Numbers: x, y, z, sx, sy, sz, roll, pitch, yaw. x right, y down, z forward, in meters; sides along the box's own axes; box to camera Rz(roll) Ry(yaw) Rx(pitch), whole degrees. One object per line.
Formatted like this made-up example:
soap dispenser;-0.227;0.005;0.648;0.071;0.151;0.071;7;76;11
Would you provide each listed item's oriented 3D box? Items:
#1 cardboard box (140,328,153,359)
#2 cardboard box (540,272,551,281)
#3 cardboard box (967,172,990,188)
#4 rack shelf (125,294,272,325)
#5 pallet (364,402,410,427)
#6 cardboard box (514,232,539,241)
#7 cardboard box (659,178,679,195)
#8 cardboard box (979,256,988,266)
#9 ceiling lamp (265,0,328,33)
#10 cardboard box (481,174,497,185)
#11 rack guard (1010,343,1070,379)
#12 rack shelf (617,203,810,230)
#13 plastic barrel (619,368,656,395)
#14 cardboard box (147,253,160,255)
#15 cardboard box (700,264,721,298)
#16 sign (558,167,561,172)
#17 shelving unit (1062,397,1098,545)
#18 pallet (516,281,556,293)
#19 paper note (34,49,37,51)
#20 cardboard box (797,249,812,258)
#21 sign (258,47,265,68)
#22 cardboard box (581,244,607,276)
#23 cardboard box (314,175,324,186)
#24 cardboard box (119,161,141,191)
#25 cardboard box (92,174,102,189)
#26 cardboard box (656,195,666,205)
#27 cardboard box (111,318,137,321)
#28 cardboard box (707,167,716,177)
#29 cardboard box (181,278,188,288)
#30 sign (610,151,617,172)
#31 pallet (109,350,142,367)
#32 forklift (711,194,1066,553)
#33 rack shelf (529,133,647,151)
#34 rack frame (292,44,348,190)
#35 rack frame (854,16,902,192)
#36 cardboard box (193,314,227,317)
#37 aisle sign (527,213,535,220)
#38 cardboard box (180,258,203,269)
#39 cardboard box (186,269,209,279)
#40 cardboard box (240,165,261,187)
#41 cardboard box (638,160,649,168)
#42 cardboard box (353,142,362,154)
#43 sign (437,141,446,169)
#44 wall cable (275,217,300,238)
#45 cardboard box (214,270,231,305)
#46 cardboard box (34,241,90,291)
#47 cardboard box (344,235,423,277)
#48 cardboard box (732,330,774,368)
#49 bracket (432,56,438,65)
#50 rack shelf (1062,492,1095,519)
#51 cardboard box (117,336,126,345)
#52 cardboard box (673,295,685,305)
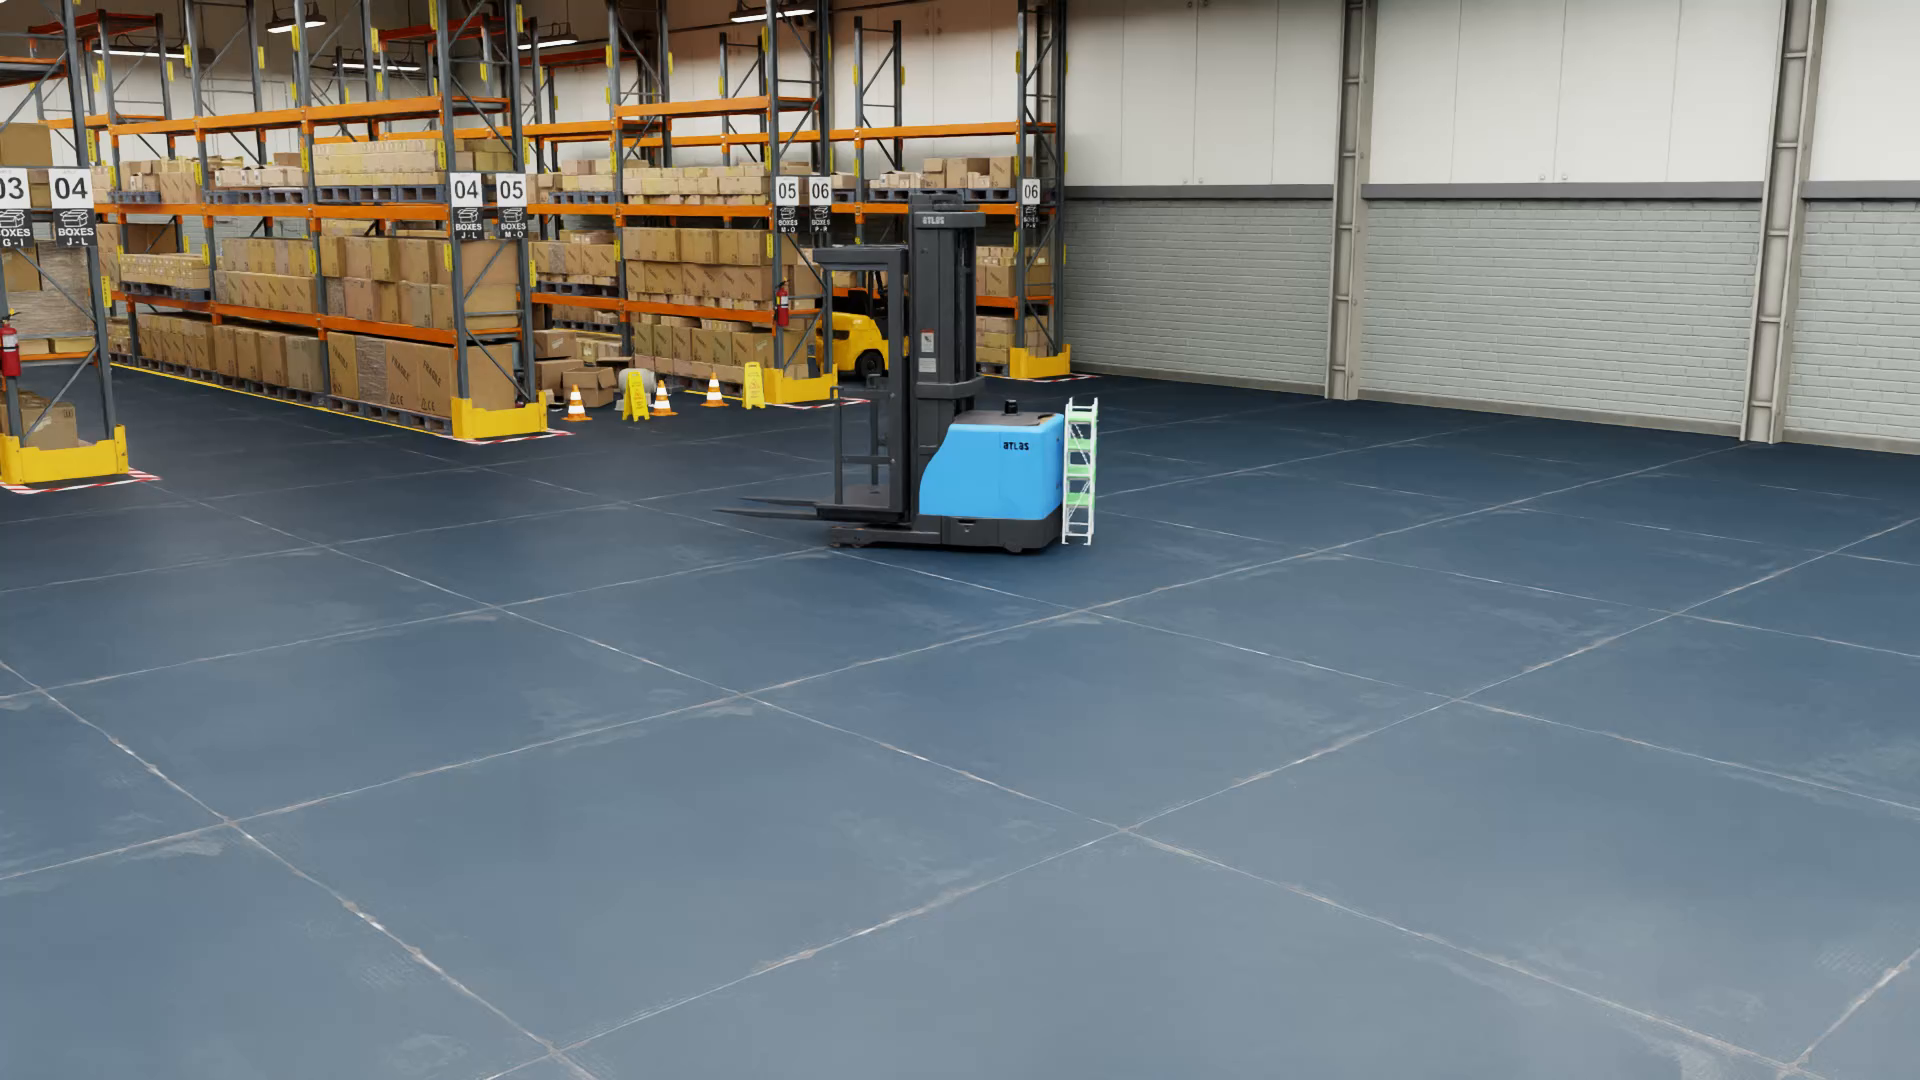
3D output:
cardboard box;-13.752;-3.395;28.611;0.500;0.500;0.500;-10;15;-40
cardboard box;-6.983;-4.529;28.542;0.380;0.149;0.250;-10;15;-39
cardboard box;0.348;-5.978;27.603;0.396;0.266;0.258;-11;16;-42
rack shelf;-12.689;-3.914;27.760;1.077;0.370;4.000;-11;16;-43
pallet;-7.230;-1.725;22.262;1.003;0.211;1.213;-11;16;-43
cardboard box;-7.961;-5.324;30.094;0.500;0.500;0.500;11;16;43
cardboard box;-4.230;-5.386;25.320;0.500;0.250;0.500;-11;16;-42
cardboard box;0.540;-4.662;27.750;0.380;0.149;0.250;-11;16;-42
ceiling lamp;-11.563;-10.634;29.261;0.800;3.185;2.000;-11;16;-43
cardboard box;-5.788;-4.503;20.734;0.380;0.149;0.250;-11;16;-42
rack guard;1.331;-2.976;27.618;1.175;0.500;0.348;-11;16;-43
rack shelf;-3.654;-4.920;25.210;1.077;0.370;4.000;-11;16;-43
plastic barrel;-4.794;-2.340;24.722;0.512;0.421;0.421;-1;12;-4
cardboard box;-14.230;-4.861;29.585;0.500;0.500;0.500;-11;16;-44
cardboard box;-3.532;-3.894;24.896;0.500;0.500;0.500;-11;16;-43
sign;-9.319;-8.516;38.686;0.100;0.325;0.005;-11;16;-43
shelving unit;1.035;-0.599;14.339;0.258;1.200;0.503;2;12;7
pallet;-7.228;-4.496;29.277;1.213;0.211;1.003;-11;16;-43
paper note;-17.006;-9.015;30.584;0.001;0.032;0.123;-11;16;-43
cardboard box;-2.987;-5.384;31.254;0.250;0.149;0.380;11;16;44
sign;-10.909;-7.526;25.933;0.100;0.325;0.005;-11;16;-43
cardboard box;-5.863;-4.604;27.297;0.500;0.500;0.500;-11;16;-42
cardboard box;-8.540;-4.891;22.620;0.380;0.149;0.250;-11;16;-43
cardboard box;-13.888;-6.212;28.406;0.700;0.500;0.500;-11;16;-42
cardboard box;-14.924;-6.309;29.298;0.500;0.250;0.500;11;16;43
cardboard box;-4.462;-5.253;25.664;0.380;0.149;0.250;-10;15;-41
cardboard box;-15.881;-4.136;31.605;0.380;0.149;0.250;-11;16;-44
cardboard box;-3.523;-5.457;24.678;0.250;0.149;0.380;11;16;44
cardboard box;-12.151;-4.102;26.469;0.380;0.149;0.250;-11;16;-43
sign;-5.434;-5.933;26.084;0.100;0.325;0.005;-11;16;-43
pallet;-14.559;-3.286;29.837;1.003;0.211;1.213;-11;16;-43
forklift;-0.644;-1.471;14.287;3.031;2.935;1.130;3;12;15
rack shelf;-8.353;-8.832;36.768;1.077;0.370;4.000;-11;16;-43
rack frame;-13.322;-8.785;34.752;1.000;3.000;0.127;-11;16;-43
rack frame;-1.448;-7.726;29.611;1.000;3.000;0.127;-11;16;-43
cardboard box;-12.652;-3.682;28.144;0.500;0.250;0.500;11;16;43
aisle sign;-9.994;-7.781;38.305;0.394;0.787;0.004;-11;16;-43
cardboard box;-12.150;-4.393;26.410;0.380;0.149;0.250;-11;16;-43
cardboard box;-11.978;-4.212;26.266;0.380;0.149;0.250;-10;16;-41
cardboard box;-10.266;-5.371;24.544;0.500;0.311;0.500;-11;16;-44
cardboard box;-5.500;-6.154;27.508;0.500;0.250;0.500;-11;16;-44
cardboard box;-7.660;-5.096;21.638;0.380;0.149;0.250;-11;16;-43
sign;-6.185;-4.598;19.862;0.100;0.325;0.005;-11;16;-43
wall cable;-16.215;-7.363;40.201;0.588;1.984;0.122;-11;16;-43
cardboard box;-11.193;-3.921;25.760;0.500;0.500;0.500;-11;16;-42
cardboard box;-9.623;-2.933;17.753;0.500;0.500;0.500;-11;16;-43
cardboard box;-7.852;-3.871;22.717;0.875;0.550;0.550;-11;16;-43
cardboard box;-3.015;-2.819;24.574;0.500;0.500;0.500;-11;16;-42
bracket;-13.125;-12.116;42.001;0.235;0.232;0.430;-11;16;-43
rack shelf;1.031;-0.302;14.400;0.258;0.148;0.480;2;12;7
cardboard box;-14.713;-3.553;29.511;0.250;0.149;0.380;11;16;42
cardboard box;-4.173;-3.694;25.529;0.380;0.149;0.250;-11;16;-42
